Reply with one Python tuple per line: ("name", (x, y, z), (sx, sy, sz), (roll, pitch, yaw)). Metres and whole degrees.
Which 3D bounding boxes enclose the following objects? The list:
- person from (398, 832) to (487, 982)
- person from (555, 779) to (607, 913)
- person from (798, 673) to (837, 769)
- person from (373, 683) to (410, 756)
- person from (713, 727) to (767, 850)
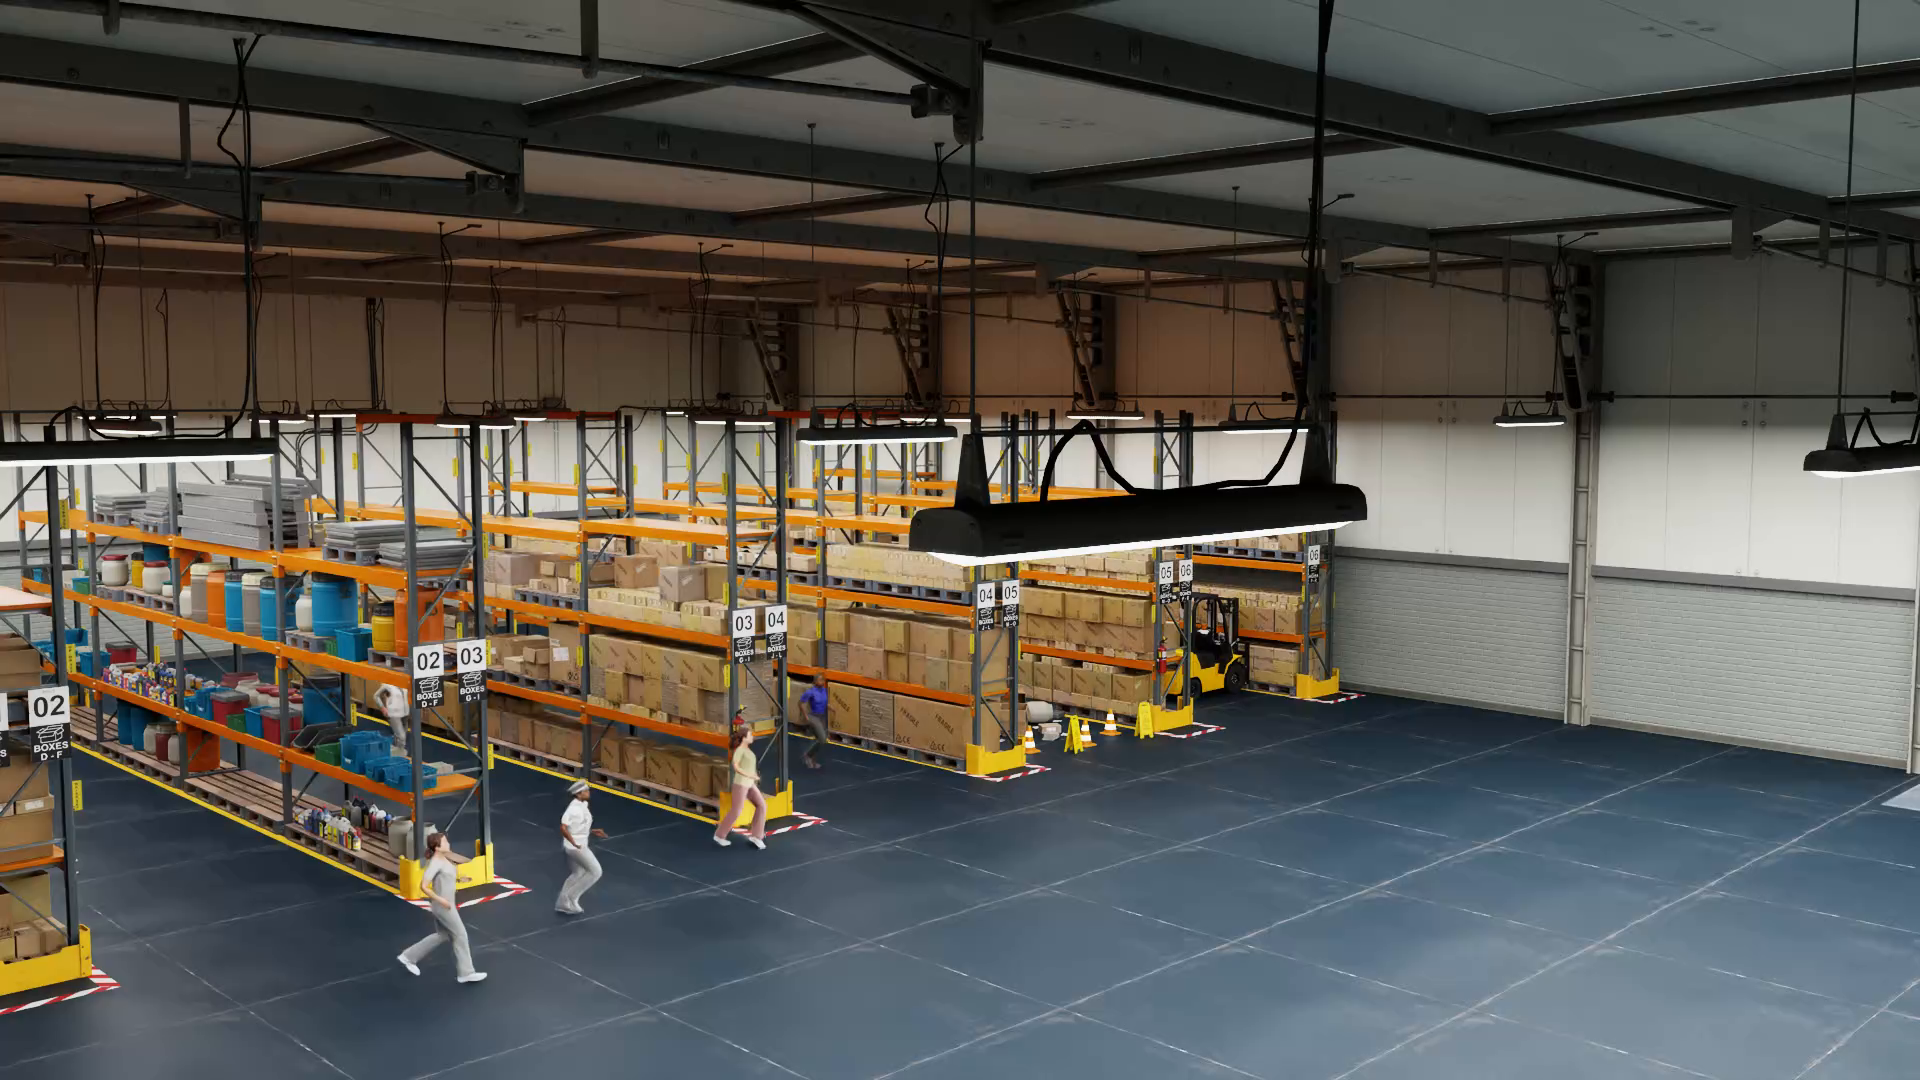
("person", (-5.575, 3.945, 17.847), (0.918, 1.645, 0.575), (-1, 5, -14))
("person", (-4.647, 3.744, 20.325), (0.638, 1.657, 0.540), (-1, 5, -9))
("person", (-2.377, 3.070, 28.197), (0.582, 1.626, 0.585), (3, 6, 33))
("person", (-9.533, 2.971, 28.226), (0.968, 1.760, 0.653), (3, 6, 34))
("person", (-3.047, 3.480, 23.404), (0.761, 1.688, 0.647), (1, 5, 13))
